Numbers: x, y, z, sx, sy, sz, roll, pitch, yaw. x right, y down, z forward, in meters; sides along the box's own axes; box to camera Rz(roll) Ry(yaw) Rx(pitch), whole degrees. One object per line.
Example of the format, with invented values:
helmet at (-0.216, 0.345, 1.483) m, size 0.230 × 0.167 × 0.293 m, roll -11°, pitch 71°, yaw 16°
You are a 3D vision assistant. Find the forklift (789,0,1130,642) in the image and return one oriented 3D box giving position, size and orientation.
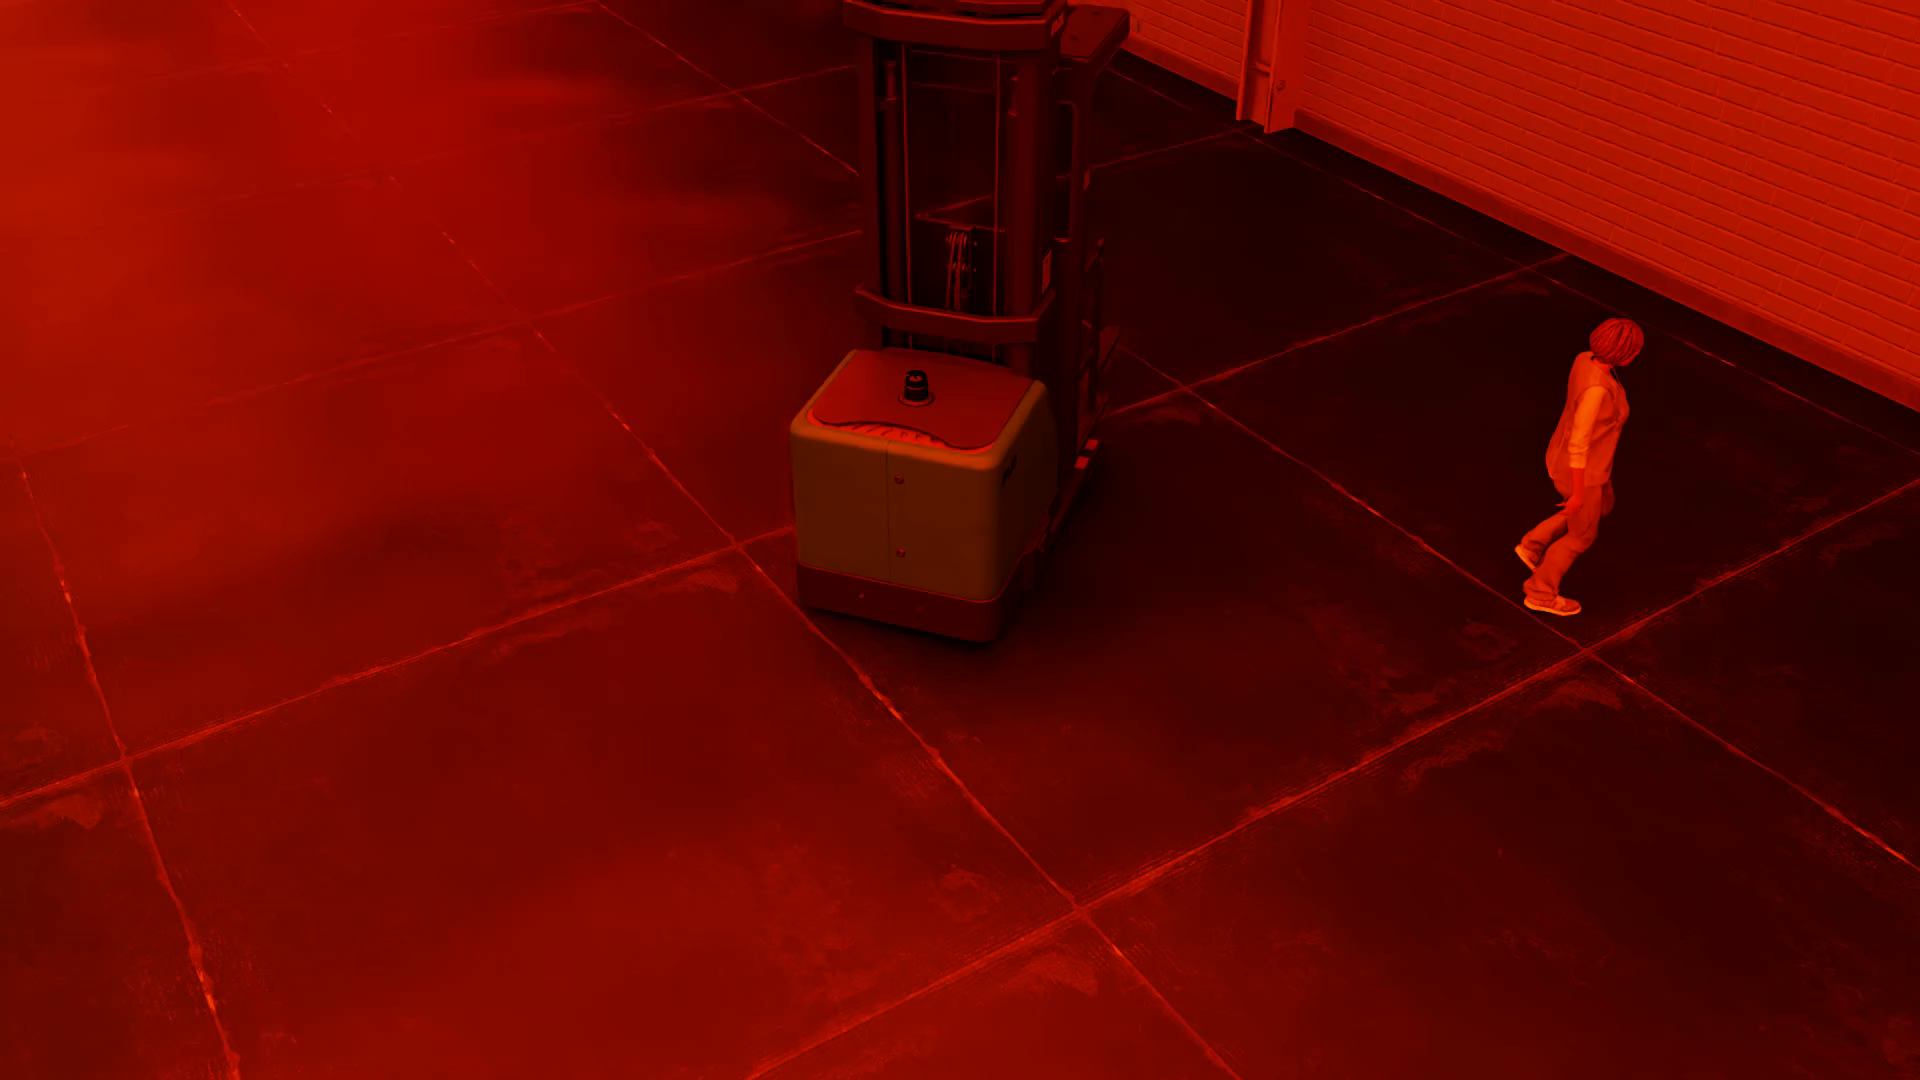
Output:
forklift at (0.164, -1.559, 8.366) m, size 1.130 × 2.935 × 3.031 m, roll 11°, pitch 37°, yaw 16°

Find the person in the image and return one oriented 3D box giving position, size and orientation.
person at (2.939, -0.338, 7.809) m, size 0.419 × 1.578 × 0.566 m, roll 5°, pitch 35°, yaw 7°
